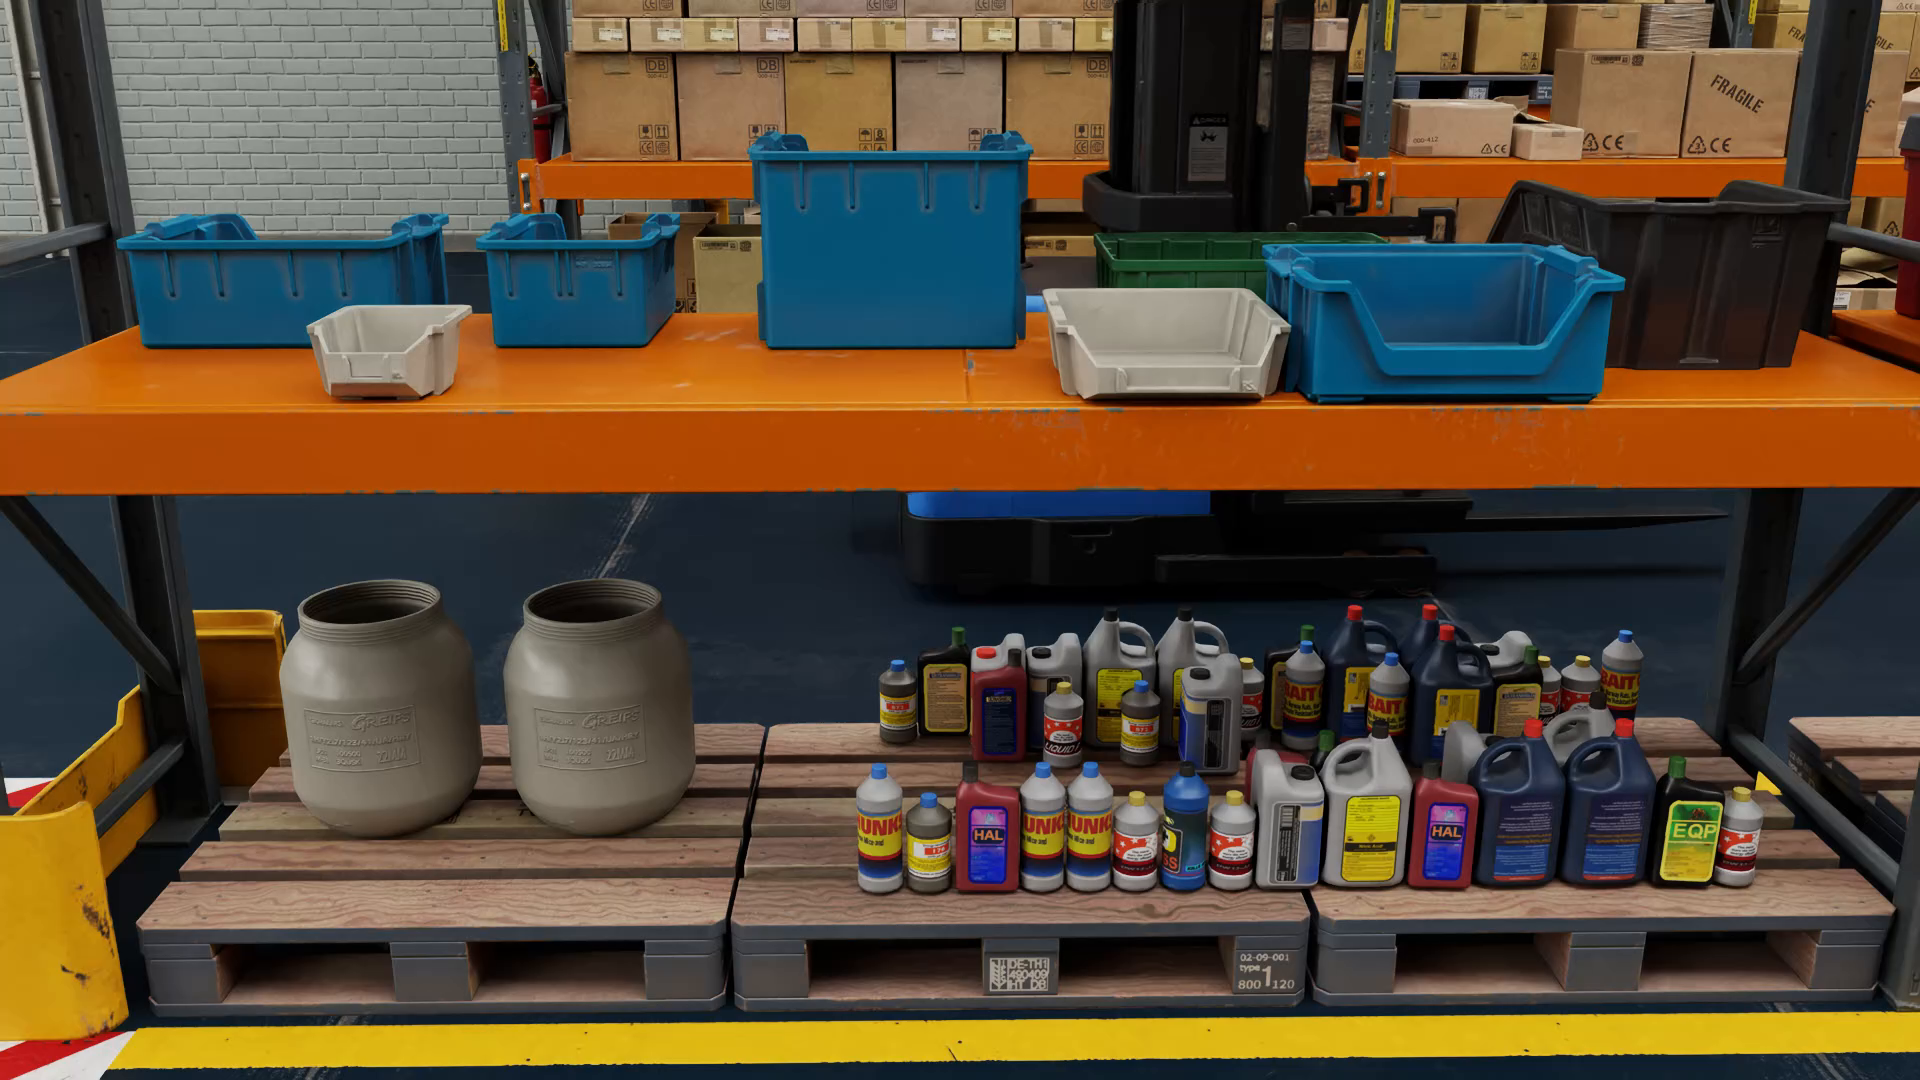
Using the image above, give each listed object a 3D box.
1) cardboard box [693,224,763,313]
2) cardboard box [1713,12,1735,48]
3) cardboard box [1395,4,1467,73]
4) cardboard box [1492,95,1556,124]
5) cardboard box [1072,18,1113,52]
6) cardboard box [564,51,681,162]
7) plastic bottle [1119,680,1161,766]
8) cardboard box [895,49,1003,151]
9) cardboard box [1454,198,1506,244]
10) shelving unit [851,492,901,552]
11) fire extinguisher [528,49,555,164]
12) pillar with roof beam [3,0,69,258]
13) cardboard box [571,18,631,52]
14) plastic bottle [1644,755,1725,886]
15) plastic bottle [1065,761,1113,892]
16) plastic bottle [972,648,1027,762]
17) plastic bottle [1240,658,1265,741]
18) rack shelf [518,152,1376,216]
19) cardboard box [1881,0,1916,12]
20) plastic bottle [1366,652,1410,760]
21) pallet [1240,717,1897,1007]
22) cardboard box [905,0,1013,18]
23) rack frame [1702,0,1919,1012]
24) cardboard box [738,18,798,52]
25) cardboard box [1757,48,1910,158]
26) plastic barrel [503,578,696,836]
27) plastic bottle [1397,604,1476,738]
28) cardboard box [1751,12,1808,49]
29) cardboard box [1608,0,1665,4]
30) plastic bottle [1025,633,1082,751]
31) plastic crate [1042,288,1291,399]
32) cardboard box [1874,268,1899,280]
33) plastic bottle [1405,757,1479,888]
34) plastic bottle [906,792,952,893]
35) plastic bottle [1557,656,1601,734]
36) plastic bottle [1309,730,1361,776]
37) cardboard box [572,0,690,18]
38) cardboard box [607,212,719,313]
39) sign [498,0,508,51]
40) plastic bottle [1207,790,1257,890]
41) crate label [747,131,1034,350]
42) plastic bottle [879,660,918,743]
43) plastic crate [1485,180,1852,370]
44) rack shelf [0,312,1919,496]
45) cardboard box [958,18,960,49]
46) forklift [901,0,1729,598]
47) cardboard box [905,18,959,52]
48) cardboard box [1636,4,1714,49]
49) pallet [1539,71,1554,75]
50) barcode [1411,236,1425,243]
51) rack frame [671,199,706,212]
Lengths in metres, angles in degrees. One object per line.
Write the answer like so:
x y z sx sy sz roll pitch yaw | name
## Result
-1.022 -1.274 8.194 0.500 0.500 0.500 0 18 -1 | cardboard box
6.324 -3.921 13.178 0.500 0.500 0.500 0 18 -1 | cardboard box
3.583 -3.883 12.857 0.500 0.500 0.700 2 18 7 | cardboard box
2.815 -2.104 8.415 0.258 0.266 0.396 -1 18 -2 | cardboard box
0.652 -2.393 7.871 0.250 0.149 0.380 0 18 -1 | cardboard box
-1.594 -2.134 8.126 0.500 0.500 0.700 0 18 -1 | cardboard box
0.445 0.446 4.108 0.097 0.201 0.097 0 18 0 | plastic bottle
-0.046 -2.143 8.152 0.500 0.500 0.700 0 18 1 | cardboard box
4.124 -2.662 13.306 0.500 0.500 0.700 0 18 -1 | cardboard box
-0.328 -0.565 6.344 0.189 1.200 0.258 -1 18 -3 | shelving unit
-2.187 -2.193 8.599 0.183 0.674 0.296 0 18 -1 | fire extinguisher
-7.388 -5.382 8.592 0.400 9.000 9.100 0 18 -1 | pillar with roof beam
-1.665 -2.381 7.833 0.250 0.149 0.380 0 18 -1 | cardboard box
1.537 0.592 3.517 0.133 0.283 0.061 1 18 2 | plastic bottle
0.274 0.599 3.517 0.097 0.271 0.097 0 18 0 | plastic bottle
0.097 0.405 4.100 0.133 0.283 0.061 0 18 -1 | plastic bottle
0.727 0.401 4.249 0.097 0.201 0.097 0 18 0 | plastic bottle
-0.061 -1.755 8.287 4.000 0.370 1.077 0 18 -1 | rack shelf
6.851 -4.122 12.575 0.500 0.250 0.500 -1 18 -2 | cardboard box
1.056 0.410 4.106 0.097 0.271 0.097 0 18 0 | plastic bottle
1.341 0.724 3.946 1.213 0.211 1.003 0 18 -1 | pallet
-0.011 -2.762 7.958 0.500 0.500 0.700 0 18 -1 | cardboard box
2.013 -0.595 3.491 0.127 3.000 1.000 0 18 -1 | rack frame
-0.900 -2.384 7.844 0.250 0.149 0.380 -1 18 -2 | cardboard box
4.260 -2.161 8.211 0.500 0.500 0.500 -1 18 -4 | cardboard box
-0.829 0.380 3.837 0.421 0.512 0.421 0 18 0 | plastic barrel
1.199 0.334 4.211 0.185 0.351 0.144 0 18 1 | plastic bottle
6.346 -3.763 12.683 0.500 0.500 0.500 0 18 1 | cardboard box
5.190 -4.189 12.749 0.250 0.149 0.380 -3 18 -10 | cardboard box
0.234 0.376 4.204 0.135 0.276 0.152 -1 18 -2 | plastic bottle
0.393 -0.384 3.265 0.437 0.136 0.530 0 18 -1 | plastic crate
4.898 -1.202 8.281 0.500 0.311 0.500 -1 18 -2 | cardboard box
1.019 0.595 3.509 0.133 0.283 0.061 1 18 3 | plastic bottle
-0.065 0.634 3.523 0.097 0.201 0.097 0 18 0 | plastic bottle
1.586 0.396 4.262 0.097 0.201 0.097 0 18 0 | plastic bottle
0.831 0.552 3.644 0.133 0.283 0.061 0 18 -1 | plastic bottle
-1.541 -2.752 7.929 0.500 0.500 0.700 0 18 -1 | cardboard box
-1.530 -1.429 8.679 0.500 0.500 0.500 0 18 -1 | cardboard box
-2.058 -2.369 7.474 0.005 0.325 0.100 0 18 -1 | sign
0.578 0.630 3.533 0.097 0.201 0.097 0 18 0 | plastic bottle
-0.151 -0.684 3.710 0.616 0.435 0.502 0 18 -1 | crate label
-0.157 0.405 4.236 0.097 0.201 0.097 0 18 0 | plastic bottle
1.487 -0.601 3.613 0.504 0.338 0.767 0 18 -1 | plastic crate
0.013 -0.242 3.571 4.000 0.370 1.077 0 18 -1 | rack shelf
-0.131 -2.513 8.245 0.250 0.149 0.380 -1 18 -2 | cardboard box
1.297 -1.352 5.963 3.031 2.935 1.130 -1 18 -3 | forklift
-0.129 -2.388 7.856 0.250 0.149 0.380 0 18 0 | cardboard box
5.386 -3.892 12.884 0.500 0.500 0.700 -2 18 -7 | cardboard box
5.145 -3.512 12.900 1.003 0.211 1.213 0 18 -1 | pallet
2.200 -1.458 7.982 0.075 0.075 0.001 0 18 -1 | barcode
-2.143 -3.601 12.863 0.127 3.000 1.000 0 18 -1 | rack frame
